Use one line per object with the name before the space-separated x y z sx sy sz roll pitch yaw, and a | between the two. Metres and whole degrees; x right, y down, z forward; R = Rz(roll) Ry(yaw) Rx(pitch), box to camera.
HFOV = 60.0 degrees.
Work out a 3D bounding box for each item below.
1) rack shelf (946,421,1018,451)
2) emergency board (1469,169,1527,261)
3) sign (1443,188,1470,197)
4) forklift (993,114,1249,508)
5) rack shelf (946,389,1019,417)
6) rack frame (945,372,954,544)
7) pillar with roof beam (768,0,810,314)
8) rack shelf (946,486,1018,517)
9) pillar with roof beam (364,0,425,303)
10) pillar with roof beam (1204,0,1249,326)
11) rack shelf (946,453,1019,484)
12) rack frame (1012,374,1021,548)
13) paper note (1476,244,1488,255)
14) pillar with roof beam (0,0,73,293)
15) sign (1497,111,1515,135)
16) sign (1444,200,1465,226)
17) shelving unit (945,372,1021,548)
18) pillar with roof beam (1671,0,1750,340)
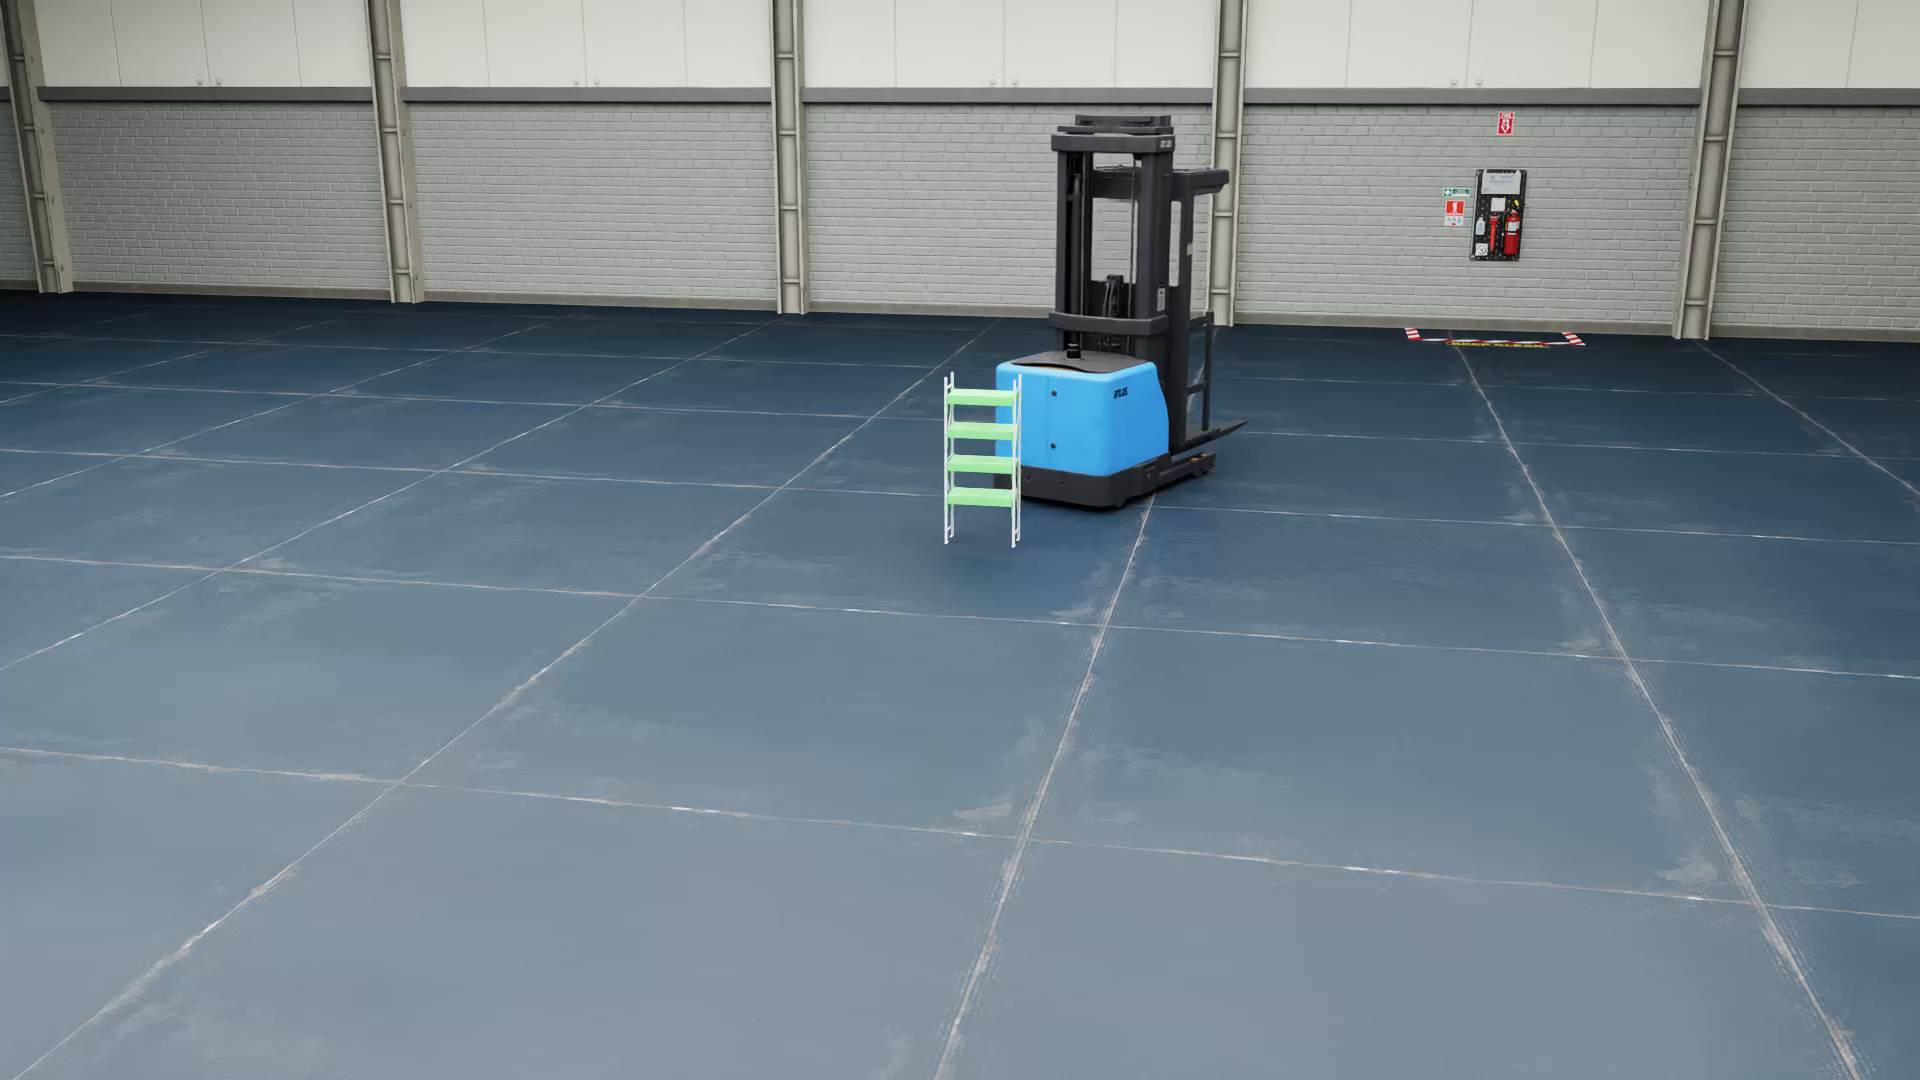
rack shelf | 0.162 -0.739 11.753 0.480 0.148 0.258 3 16 11
emergency board | 6.979 -4.194 21.514 0.643 1.169 0.194 3 16 11
sign | 6.460 -4.521 21.633 0.331 0.109 0.001 3 16 11
forklift | 1.500 -1.997 13.712 1.130 2.935 3.031 10 18 32
rack shelf | 0.162 -0.970 11.689 0.480 0.148 0.258 3 16 11
rack frame | -0.077 -0.582 11.847 0.015 1.200 0.240 3 16 11
pillar with roof beam | -3.224 -6.456 18.442 0.400 9.000 9.100 3 16 11
rack shelf | 0.162 -0.277 11.881 0.480 0.148 0.258 3 16 11
pillar with roof beam | -9.104 -6.775 19.594 0.400 9.000 9.100 3 16 11
pillar with roof beam | 2.655 -6.137 17.290 0.400 9.000 9.100 3 16 11
rack shelf | 0.162 -0.508 11.817 0.480 0.148 0.258 3 16 11
rack frame | 0.401 -0.556 11.753 0.015 1.200 0.240 3 16 11
paper note | 6.819 -3.797 21.731 0.142 0.148 0.016 3 16 11
pillar with roof beam | -14.984 -7.094 20.746 0.400 9.000 9.100 3 16 11
sign | 6.991 -5.338 21.300 0.199 0.298 0.001 3 16 11
sign | 6.458 -4.268 21.713 0.234 0.329 0.001 3 16 11
shelving unit | 0.162 -0.569 11.800 0.503 1.200 0.258 3 16 11
pillar with roof beam | 8.535 -5.818 16.137 0.400 9.000 9.100 3 16 11
